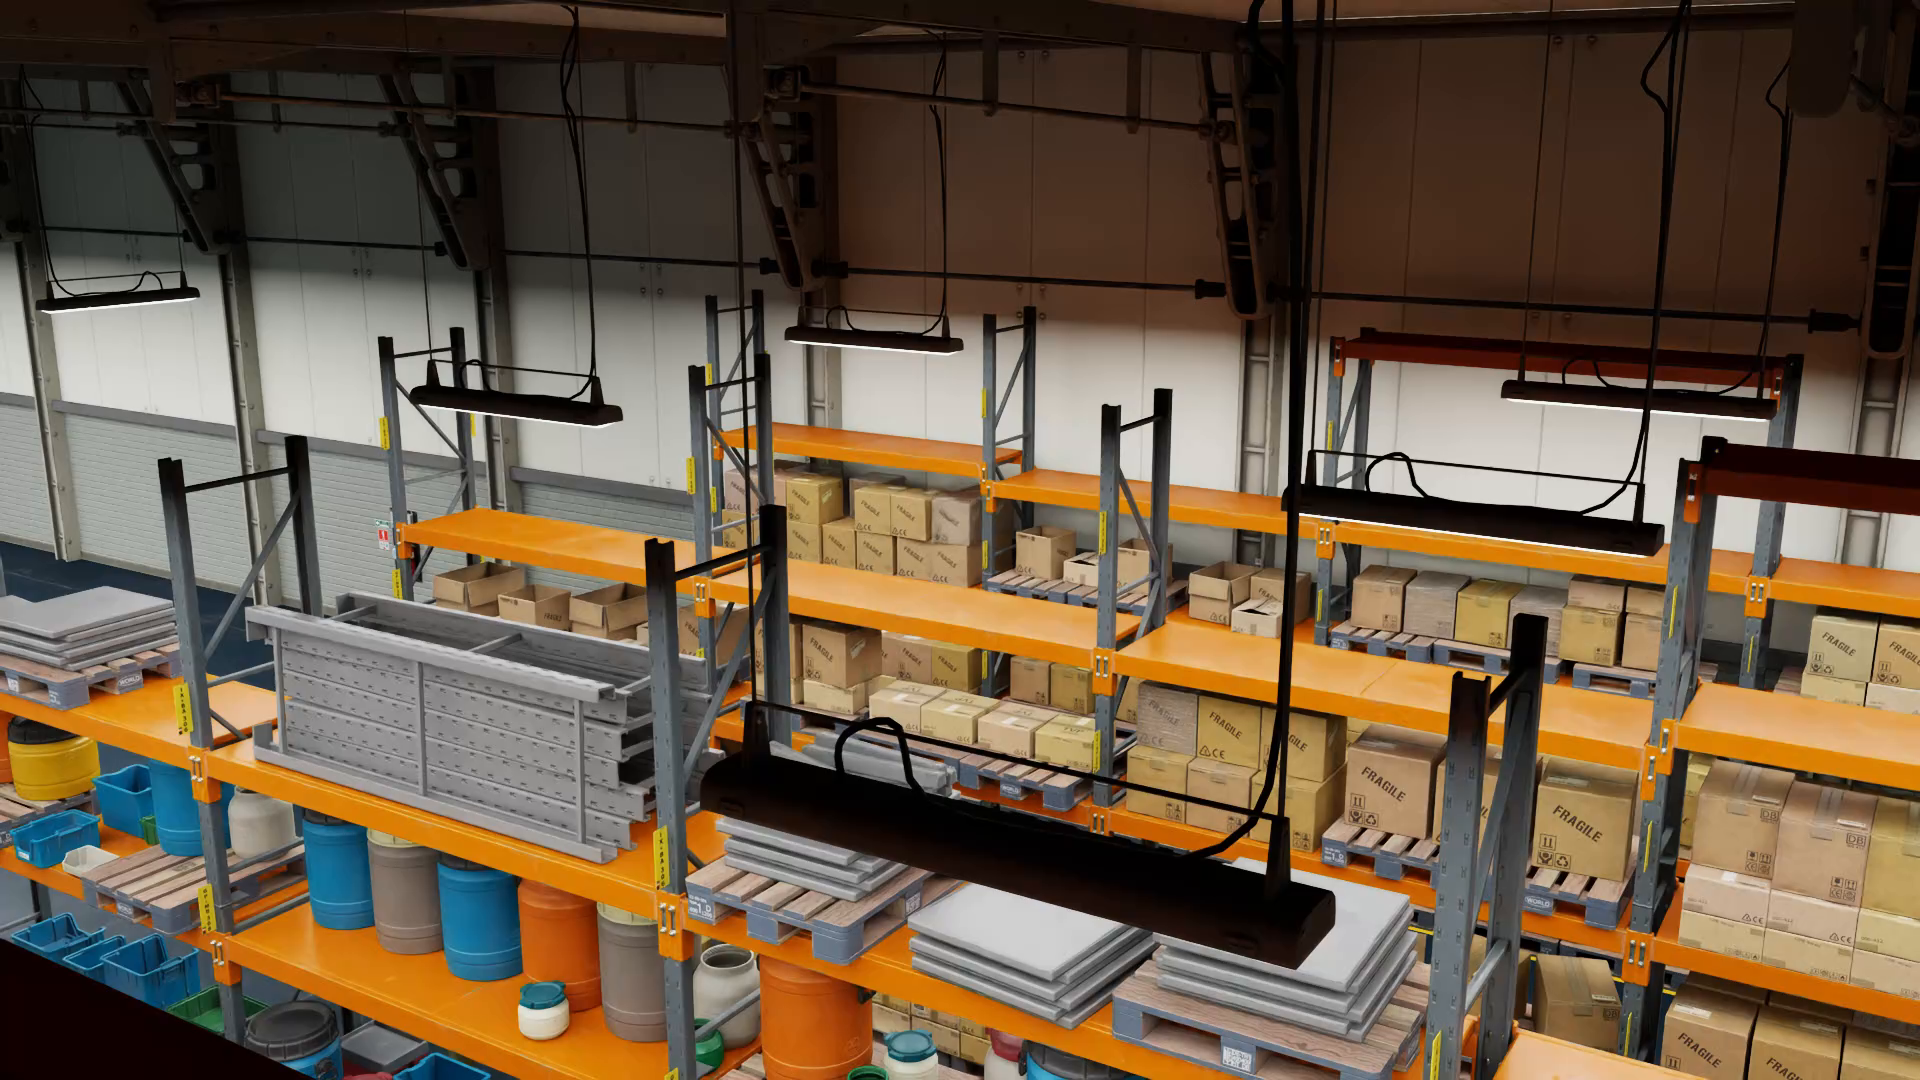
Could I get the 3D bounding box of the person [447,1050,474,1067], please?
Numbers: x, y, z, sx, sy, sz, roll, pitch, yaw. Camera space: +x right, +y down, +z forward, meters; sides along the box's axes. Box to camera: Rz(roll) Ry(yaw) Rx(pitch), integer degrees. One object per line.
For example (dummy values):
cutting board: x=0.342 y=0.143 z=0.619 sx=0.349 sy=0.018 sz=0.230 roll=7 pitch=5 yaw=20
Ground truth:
person: x=-4.287 y=3.851 z=14.046 sx=0.627 sy=1.831 sz=0.621 roll=10 pitch=17 yaw=34
